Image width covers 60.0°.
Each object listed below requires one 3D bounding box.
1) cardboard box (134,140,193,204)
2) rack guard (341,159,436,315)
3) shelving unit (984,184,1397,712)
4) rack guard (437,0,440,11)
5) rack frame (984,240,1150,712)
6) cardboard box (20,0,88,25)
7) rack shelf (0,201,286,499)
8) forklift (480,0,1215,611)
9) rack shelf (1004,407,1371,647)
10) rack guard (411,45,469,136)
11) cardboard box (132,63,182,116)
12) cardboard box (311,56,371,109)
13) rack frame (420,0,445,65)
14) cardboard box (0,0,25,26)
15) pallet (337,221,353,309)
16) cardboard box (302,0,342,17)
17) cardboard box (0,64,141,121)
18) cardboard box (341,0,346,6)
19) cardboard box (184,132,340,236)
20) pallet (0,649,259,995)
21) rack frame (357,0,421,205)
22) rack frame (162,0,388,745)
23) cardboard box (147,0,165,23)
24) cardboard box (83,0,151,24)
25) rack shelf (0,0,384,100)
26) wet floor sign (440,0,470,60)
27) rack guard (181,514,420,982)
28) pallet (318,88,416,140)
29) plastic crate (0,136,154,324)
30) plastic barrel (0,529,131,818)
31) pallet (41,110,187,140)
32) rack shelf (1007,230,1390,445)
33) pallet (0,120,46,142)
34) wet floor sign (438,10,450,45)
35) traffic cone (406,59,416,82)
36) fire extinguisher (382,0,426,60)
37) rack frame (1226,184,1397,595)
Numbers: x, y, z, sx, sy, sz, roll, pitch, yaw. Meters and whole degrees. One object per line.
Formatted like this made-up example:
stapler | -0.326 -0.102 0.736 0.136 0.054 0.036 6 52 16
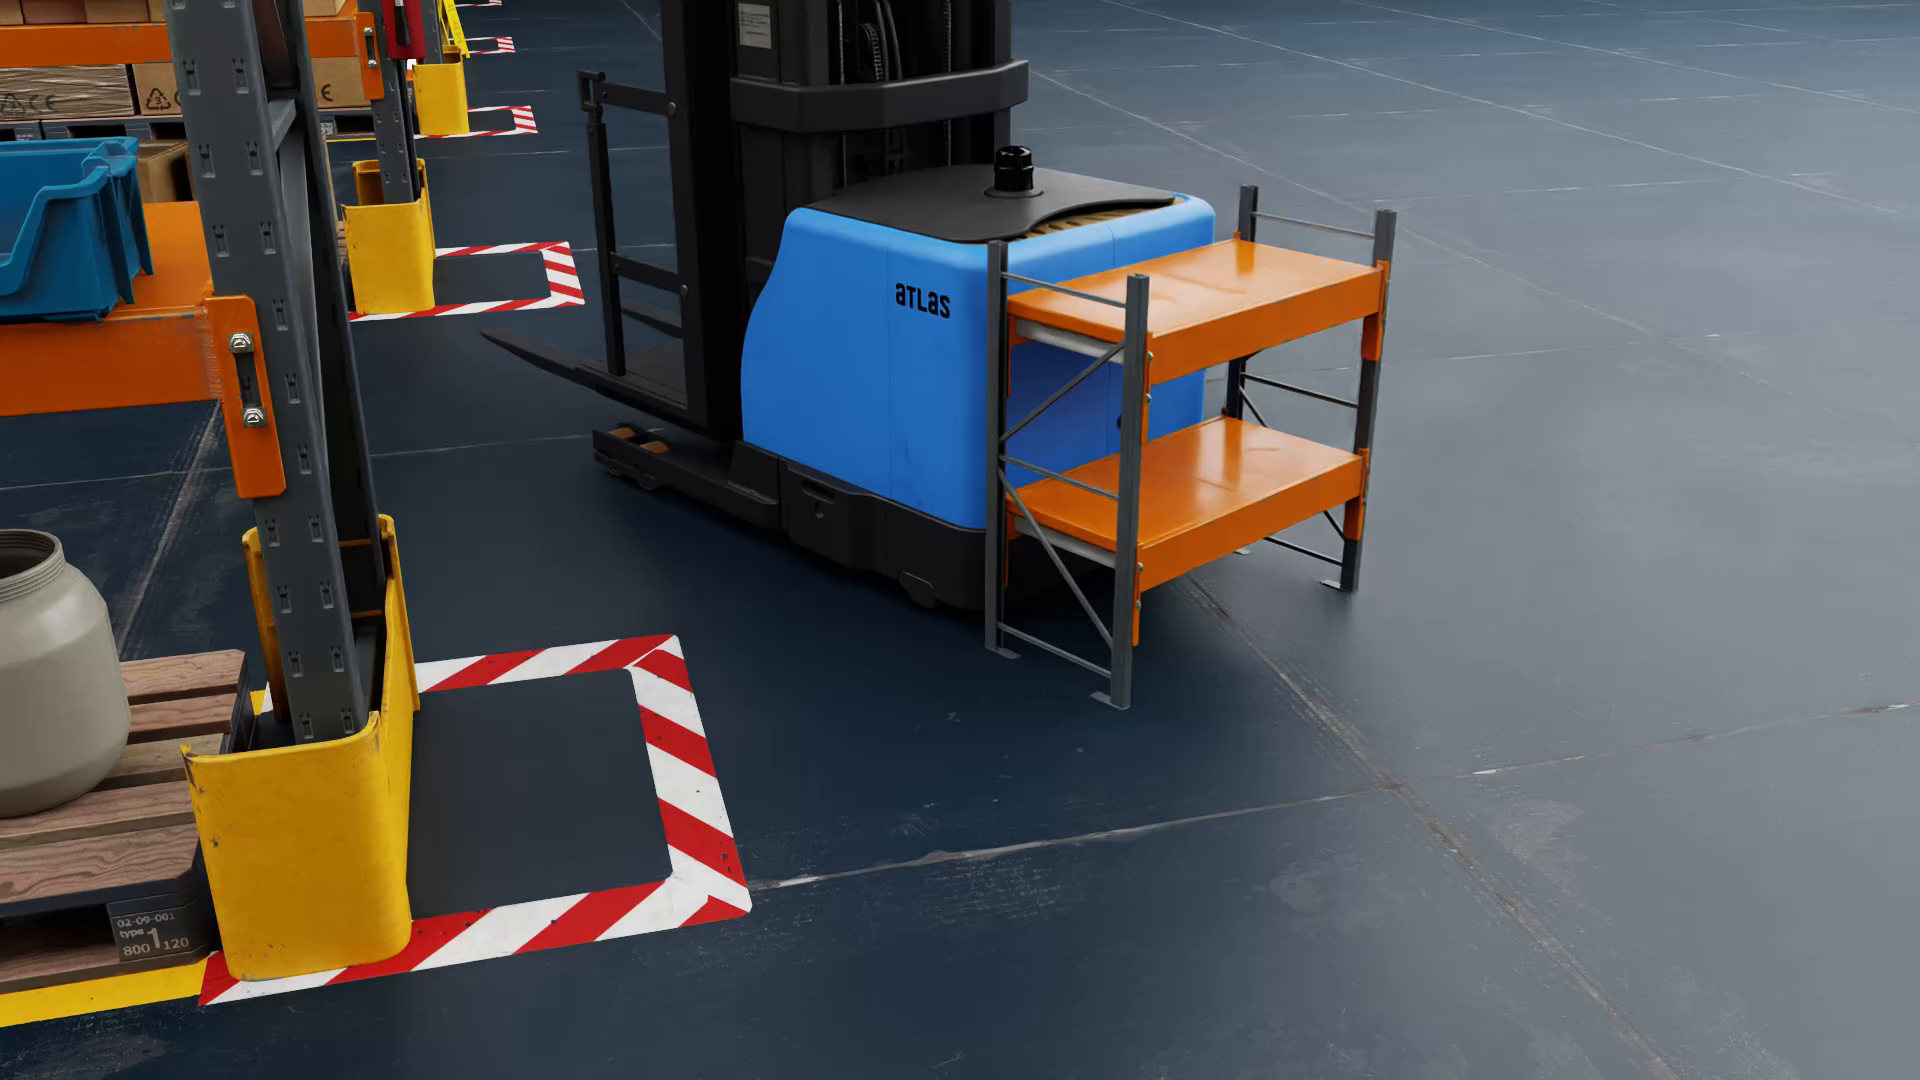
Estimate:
cardboard box | -3.870 -1.565 7.730 0.500 0.500 0.500 0 23 0
rack guard | -2.771 -1.500 8.113 0.348 0.500 1.175 -6 24 -14
shelving unit | 0.619 -0.293 4.506 1.048 1.125 0.538 -21 31 -39
rack guard | -5.448 -5.263 16.881 0.348 0.500 1.175 -6 24 -14
rack frame | 0.251 -0.154 4.183 0.032 1.125 0.500 -21 31 -39
cardboard box | -3.881 -2.329 7.192 0.250 0.149 0.380 -6 24 -14
rack shelf | -3.286 -0.233 2.902 4.000 0.370 1.077 -6 24 -14
forklift | -0.624 -1.639 5.353 1.130 2.935 3.031 -21 31 -40
rack shelf | 0.619 -0.068 4.602 1.000 0.278 0.538 -21 31 -39
rack guard | -3.918 -3.405 12.551 0.348 0.500 1.175 -6 24 -14
cardboard box | -5.422 -3.576 11.942 0.875 0.875 0.875 -7 24 -15
cardboard box | -4.576 -3.670 12.162 0.875 0.875 0.875 -6 24 -14
rack frame | -3.941 -4.551 12.052 0.127 3.000 1.000 -6 24 -14
cardboard box | -4.116 -2.294 7.110 0.250 0.149 0.380 -6 24 -14
pallet | -3.563 -1.295 7.999 1.213 0.211 1.003 -6 24 -14
cardboard box | -2.917 -2.433 7.435 0.250 0.149 0.380 -6 24 -14
cardboard box | -6.301 -3.479 11.717 0.875 0.875 0.875 -6 24 -14
cardboard box | -3.037 -2.602 7.828 0.250 0.149 0.380 -6 24 -14
cardboard box | -3.304 -1.641 7.909 0.500 0.500 0.500 -2 23 -5
pallet | -2.204 0.615 3.549 1.213 0.211 1.003 -6 24 -14
rack frame | -2.698 -2.657 7.639 0.127 3.000 1.000 -6 24 -14
rack frame | -1.360 -0.777 3.256 0.127 3.000 1.000 -6 24 -14
cardboard box | -3.385 -2.360 7.266 0.250 0.149 0.380 -6 24 -14
cardboard box | -3.629 -2.340 7.217 0.250 0.149 0.380 -6 24 -14
rack shelf | -4.624 -2.114 7.284 4.000 0.370 1.077 -6 24 -14
wet floor sign | -4.903 -4.952 15.972 0.232 0.644 0.267 2 23 4
rack guard | -1.421 0.398 3.689 0.348 0.500 1.175 -6 24 -14
pallet | -4.689 -3.155 12.335 1.213 0.211 1.003 -6 24 -14
plastic crate | -1.761 -0.542 2.897 0.616 0.251 0.499 -6 24 -14
plastic barrel | -1.973 0.273 3.433 0.421 0.512 0.421 0 23 0
pallet | -5.862 -3.026 12.035 1.213 0.211 1.003 -6 24 -14
rack shelf | 0.619 -0.562 4.390 1.000 0.278 0.538 -21 31 -39
pallet | -7.039 -2.895 11.729 1.213 0.211 1.003 -6 24 -14
wet floor sign | -4.448 -4.224 14.276 0.232 0.644 0.267 -11 25 -23
traffic cone | -4.813 -4.333 14.762 0.334 0.463 0.336 -6 24 -14
fire extinguisher | -2.464 -2.459 7.275 0.183 0.674 0.296 -6 24 -14
rack frame | 0.987 -0.431 4.828 0.032 1.125 0.500 -21 31 -39
